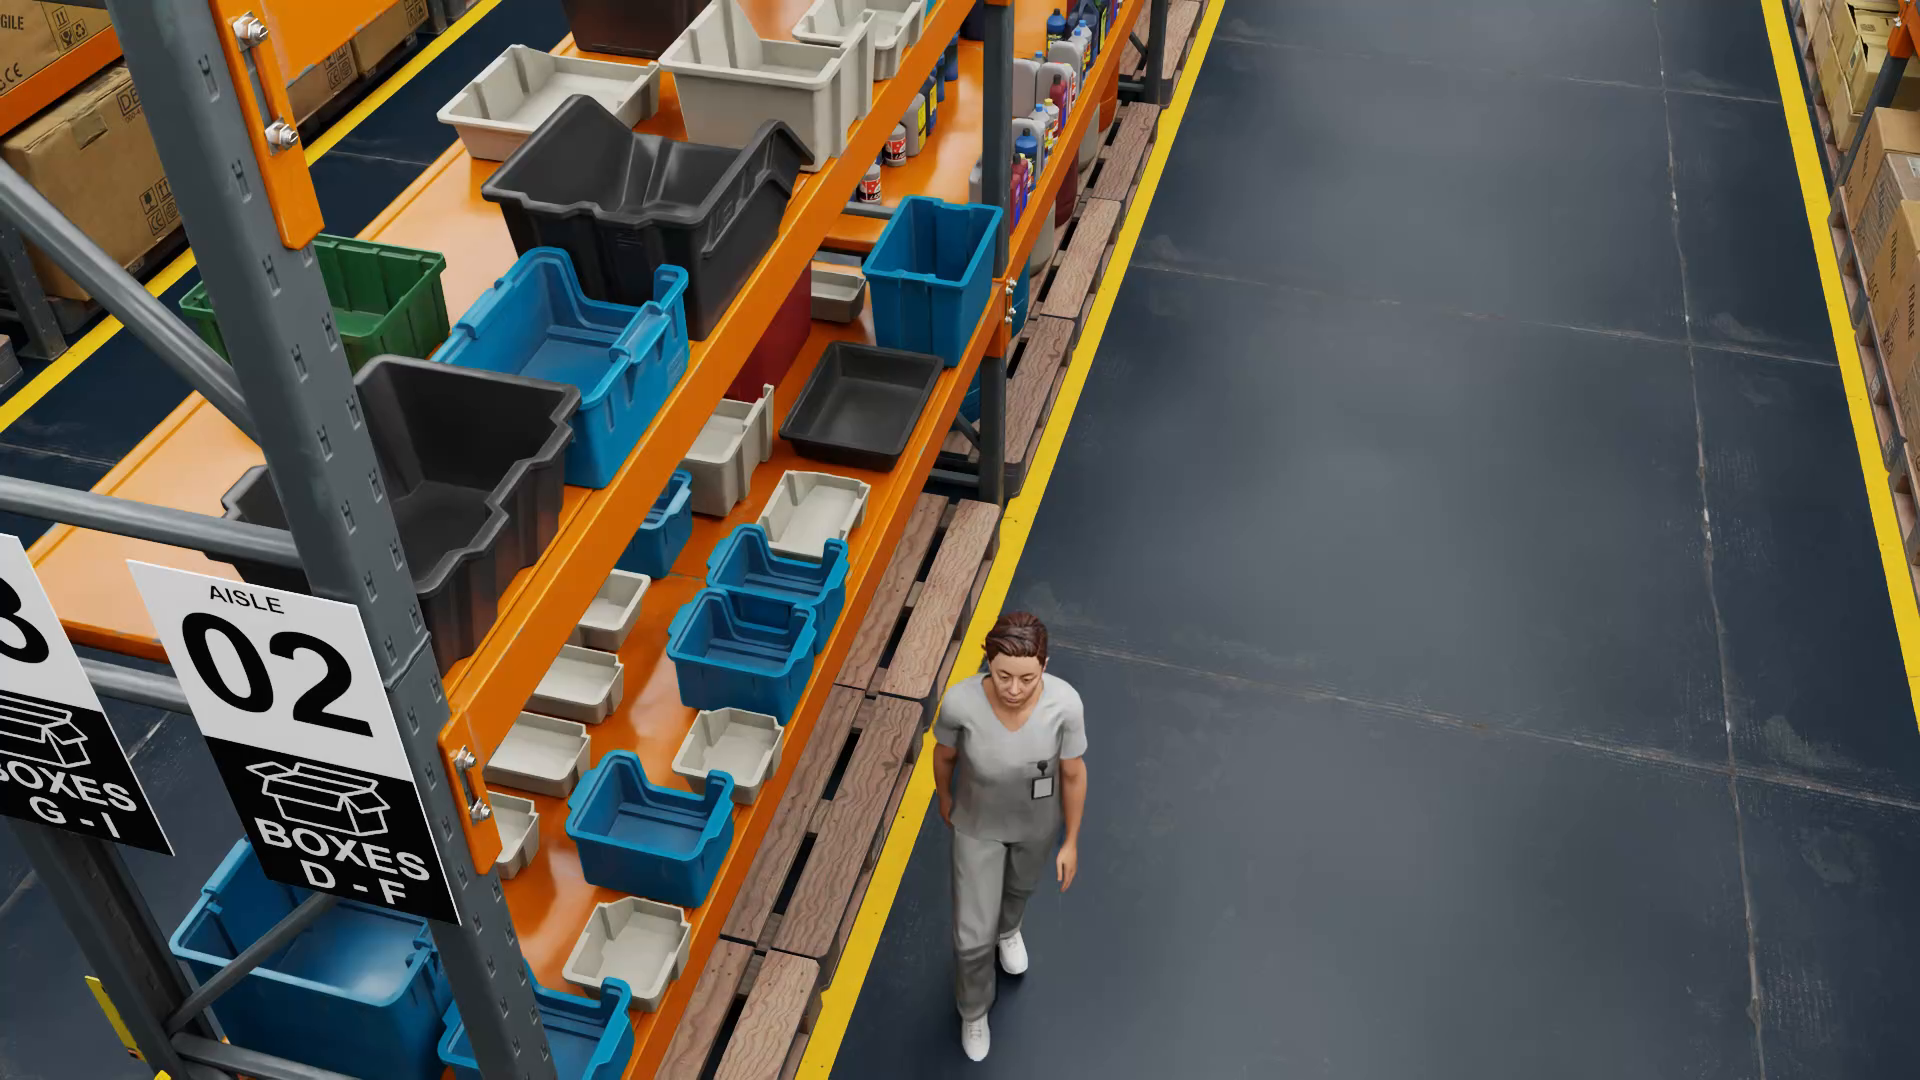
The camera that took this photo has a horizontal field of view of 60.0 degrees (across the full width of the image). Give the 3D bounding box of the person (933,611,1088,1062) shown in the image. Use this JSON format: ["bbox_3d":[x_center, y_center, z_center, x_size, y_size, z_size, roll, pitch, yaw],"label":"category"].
[{"bbox_3d":[0.154,0.896,5.150,0.455,1.723,0.587,-4,41,-5],"label":"person"}]
